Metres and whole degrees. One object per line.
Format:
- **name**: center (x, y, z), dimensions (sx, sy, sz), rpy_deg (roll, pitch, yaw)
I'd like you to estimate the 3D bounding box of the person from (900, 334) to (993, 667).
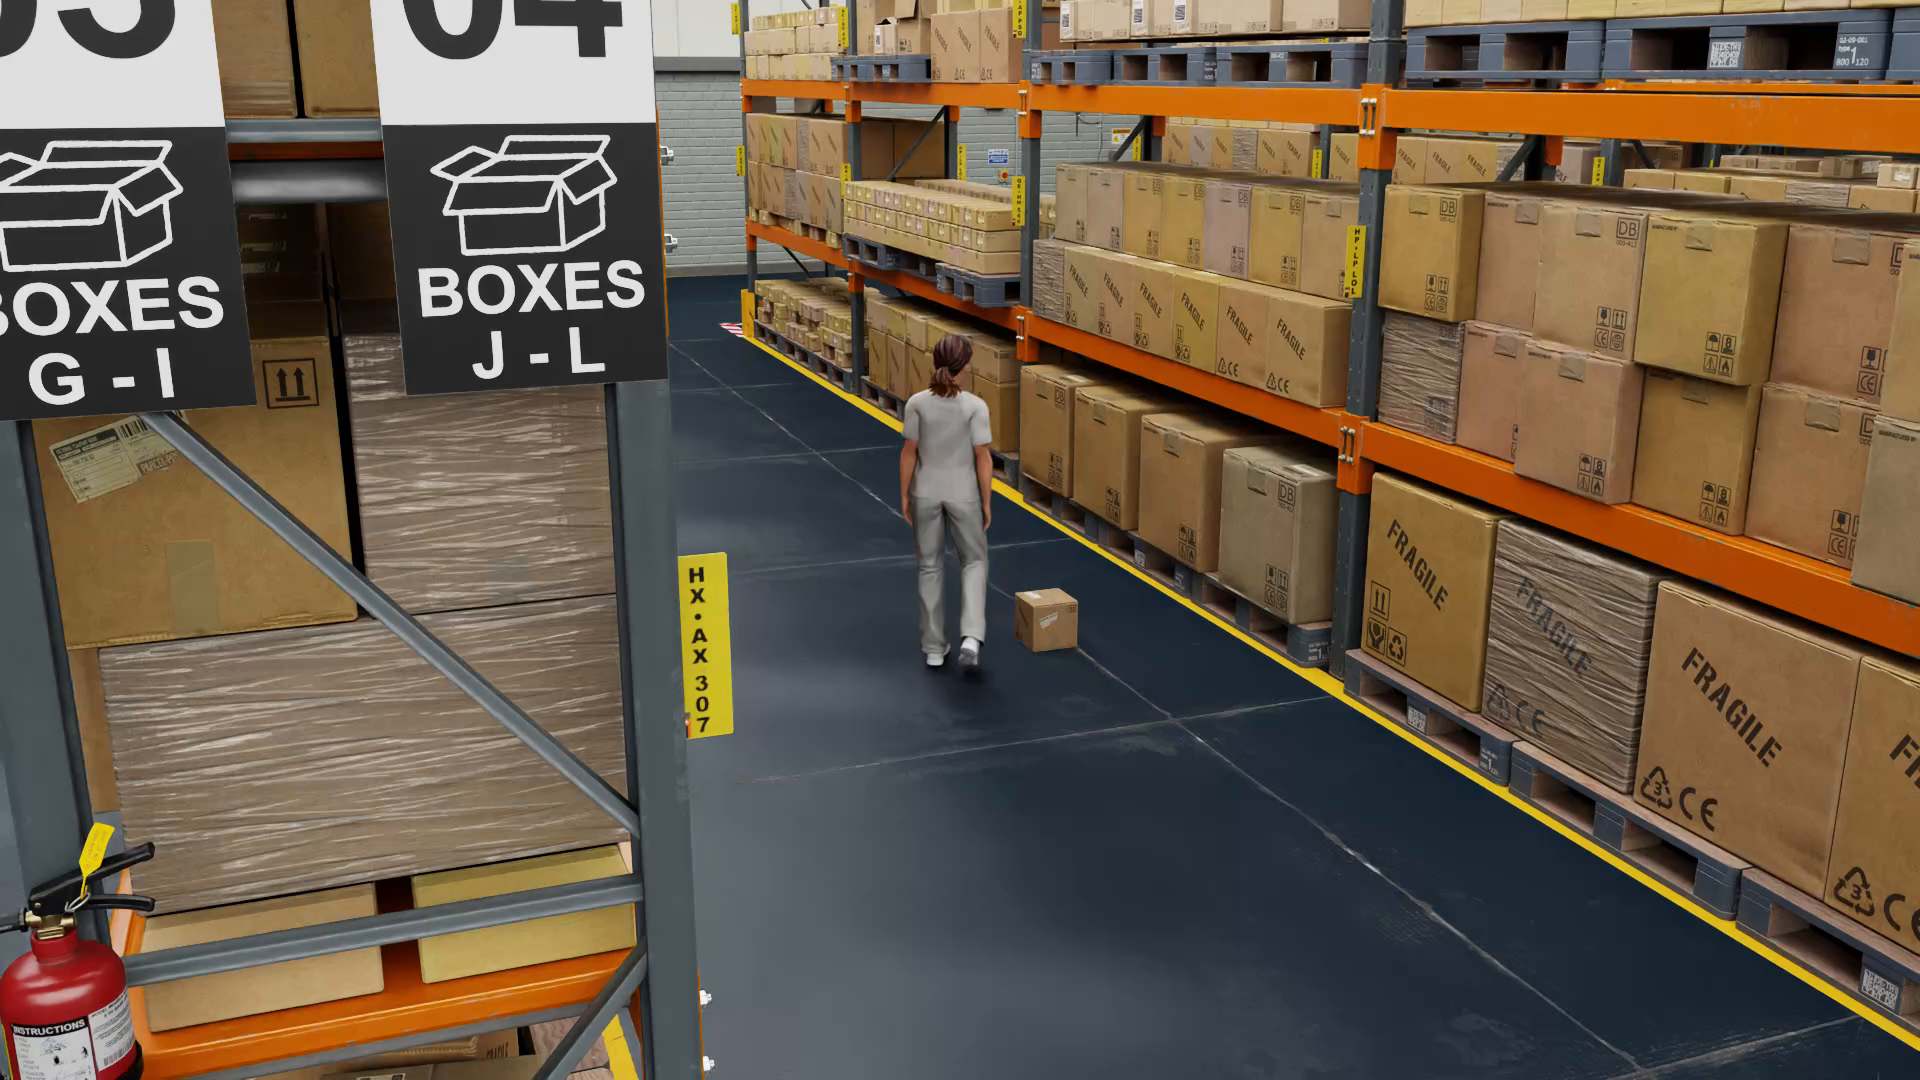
- **person**: center (-0.065, -0.179, 8.135), dimensions (0.460, 1.668, 0.522), rpy_deg (2, 16, 7)
